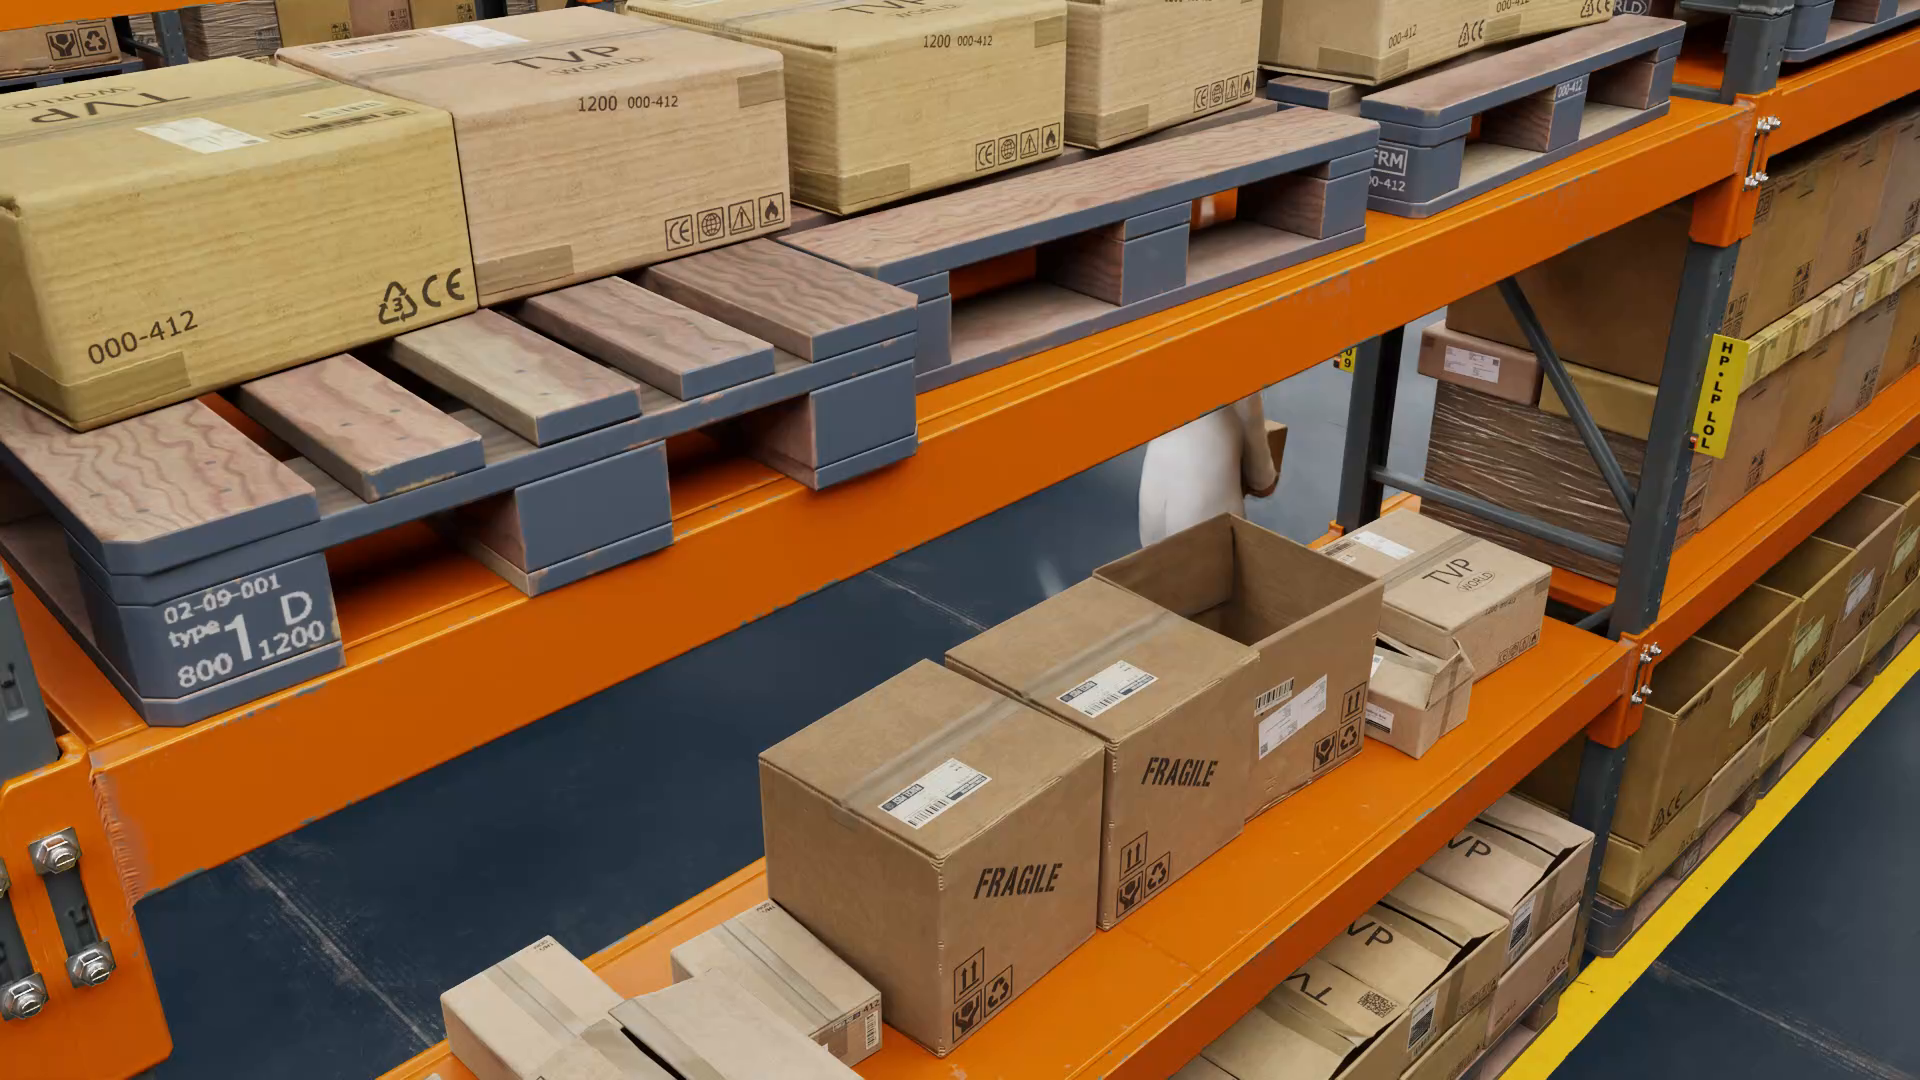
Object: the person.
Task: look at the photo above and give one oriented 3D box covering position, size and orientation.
[{"bbox_3d":[0.970,-0.190,6.507,0.528,1.780,0.569,24,36,38],"label":"person"}]
